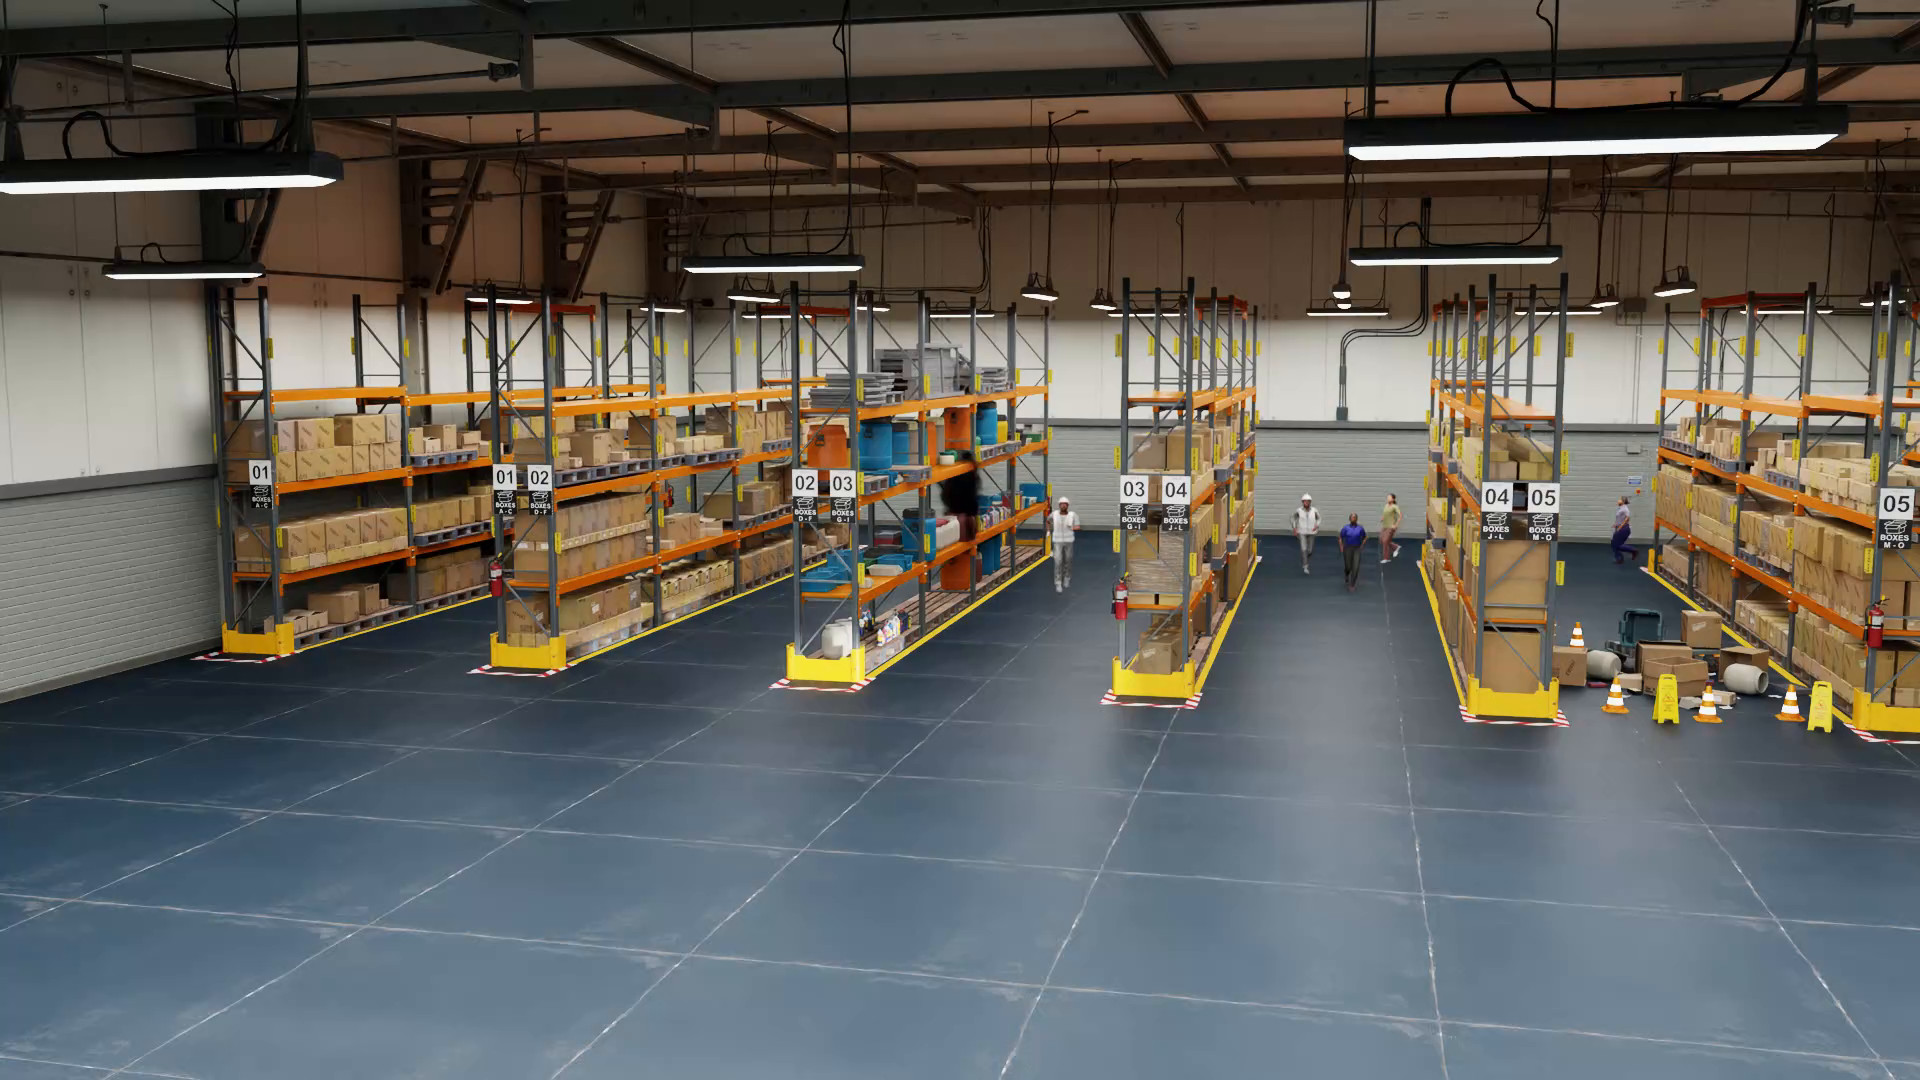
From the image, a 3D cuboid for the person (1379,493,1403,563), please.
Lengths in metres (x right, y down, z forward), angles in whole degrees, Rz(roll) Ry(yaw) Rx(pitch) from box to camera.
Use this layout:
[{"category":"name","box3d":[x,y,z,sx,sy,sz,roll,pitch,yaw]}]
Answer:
[{"category":"person","box3d":[10.141,-0.286,39.119,0.568,1.643,0.613,-3,7,-23]}]

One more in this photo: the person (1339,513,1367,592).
[{"category":"person","box3d":[8.175,0.244,34.619,0.582,1.618,0.578,1,7,9]}]

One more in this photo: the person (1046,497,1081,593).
[{"category":"person","box3d":[2.018,0.067,32.487,0.678,1.816,0.869,0,7,2]}]

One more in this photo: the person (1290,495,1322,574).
[{"category":"person","box3d":[7.788,-0.147,37.421,0.698,1.756,0.728,0,7,3]}]

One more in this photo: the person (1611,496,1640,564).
[{"category":"person","box3d":[15.496,-0.214,38.708,0.593,1.616,0.648,2,7,17]}]
